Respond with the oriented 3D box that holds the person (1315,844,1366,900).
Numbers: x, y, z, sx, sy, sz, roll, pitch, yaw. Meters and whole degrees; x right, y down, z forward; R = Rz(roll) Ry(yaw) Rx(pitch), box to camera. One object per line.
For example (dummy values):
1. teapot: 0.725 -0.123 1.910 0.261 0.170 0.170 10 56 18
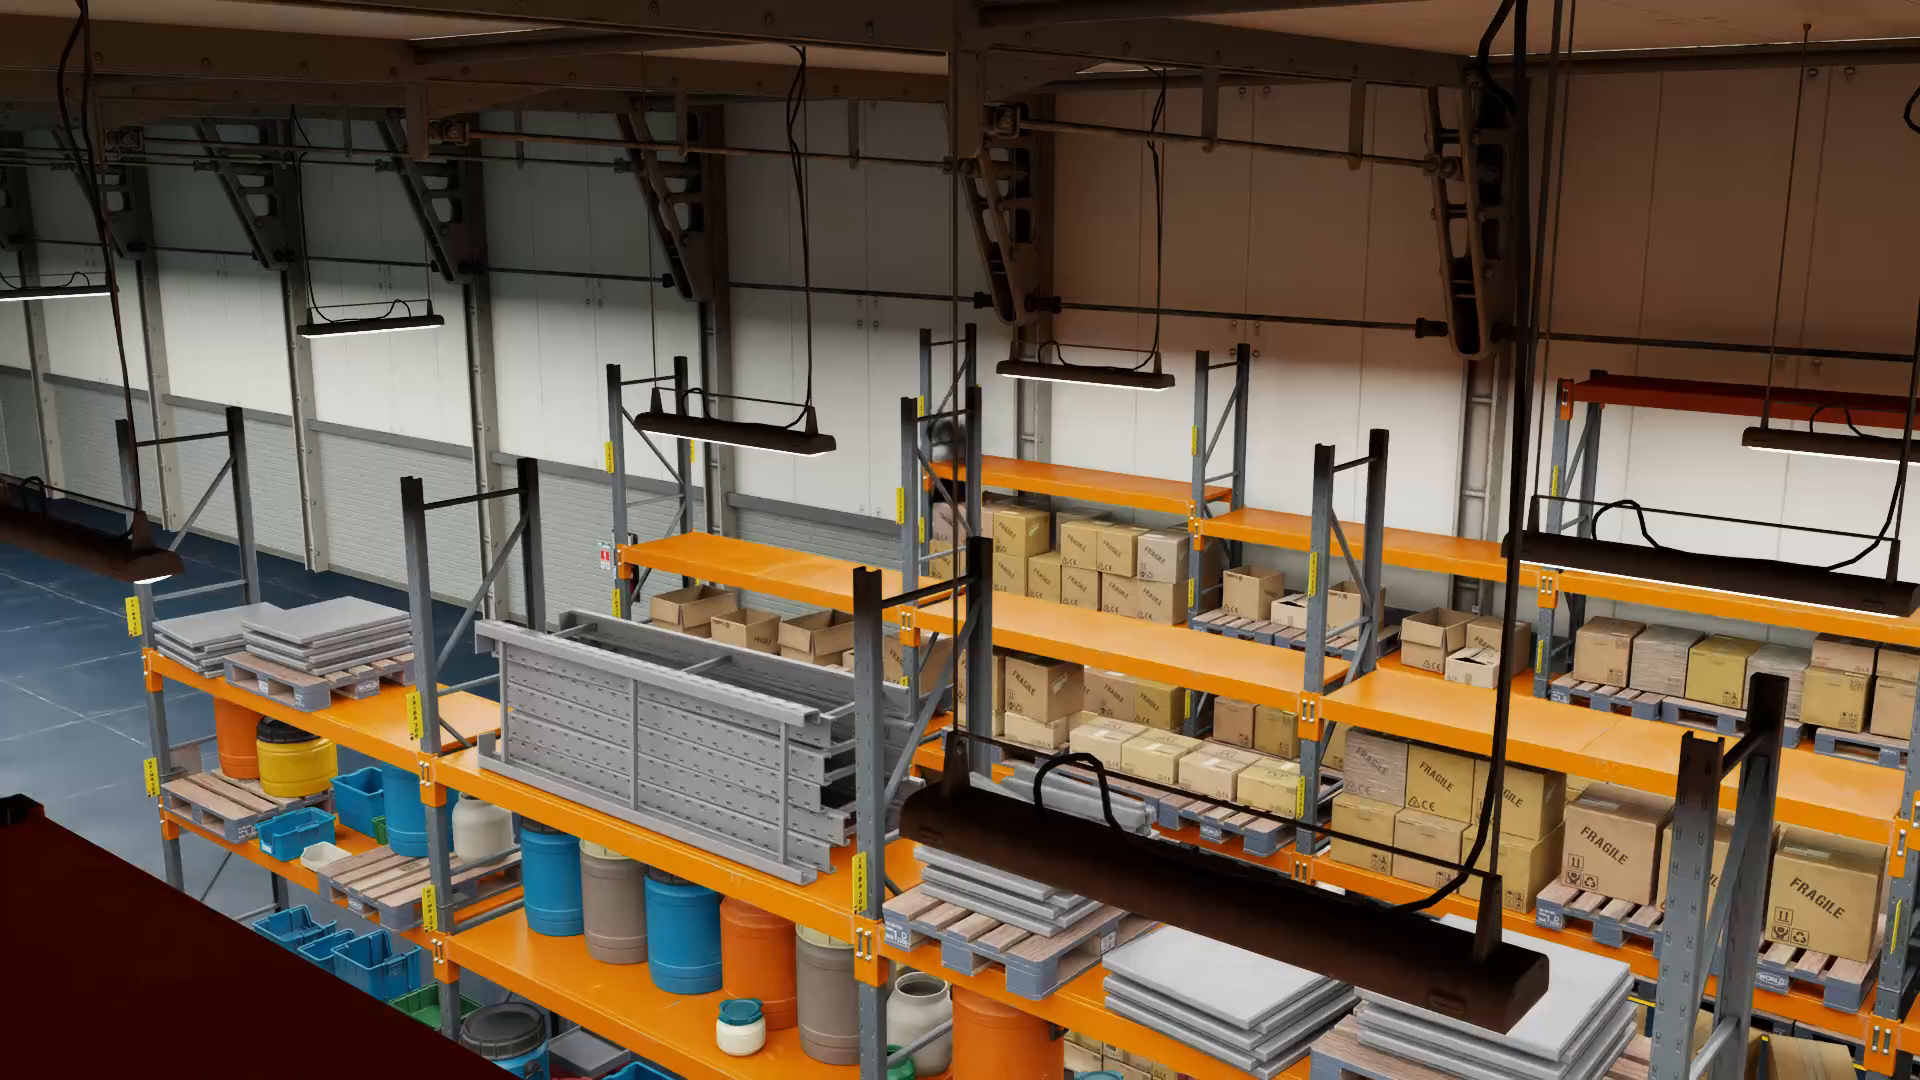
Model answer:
1. person: 3.460 3.728 15.749 0.770 1.831 0.678 6 14 26
